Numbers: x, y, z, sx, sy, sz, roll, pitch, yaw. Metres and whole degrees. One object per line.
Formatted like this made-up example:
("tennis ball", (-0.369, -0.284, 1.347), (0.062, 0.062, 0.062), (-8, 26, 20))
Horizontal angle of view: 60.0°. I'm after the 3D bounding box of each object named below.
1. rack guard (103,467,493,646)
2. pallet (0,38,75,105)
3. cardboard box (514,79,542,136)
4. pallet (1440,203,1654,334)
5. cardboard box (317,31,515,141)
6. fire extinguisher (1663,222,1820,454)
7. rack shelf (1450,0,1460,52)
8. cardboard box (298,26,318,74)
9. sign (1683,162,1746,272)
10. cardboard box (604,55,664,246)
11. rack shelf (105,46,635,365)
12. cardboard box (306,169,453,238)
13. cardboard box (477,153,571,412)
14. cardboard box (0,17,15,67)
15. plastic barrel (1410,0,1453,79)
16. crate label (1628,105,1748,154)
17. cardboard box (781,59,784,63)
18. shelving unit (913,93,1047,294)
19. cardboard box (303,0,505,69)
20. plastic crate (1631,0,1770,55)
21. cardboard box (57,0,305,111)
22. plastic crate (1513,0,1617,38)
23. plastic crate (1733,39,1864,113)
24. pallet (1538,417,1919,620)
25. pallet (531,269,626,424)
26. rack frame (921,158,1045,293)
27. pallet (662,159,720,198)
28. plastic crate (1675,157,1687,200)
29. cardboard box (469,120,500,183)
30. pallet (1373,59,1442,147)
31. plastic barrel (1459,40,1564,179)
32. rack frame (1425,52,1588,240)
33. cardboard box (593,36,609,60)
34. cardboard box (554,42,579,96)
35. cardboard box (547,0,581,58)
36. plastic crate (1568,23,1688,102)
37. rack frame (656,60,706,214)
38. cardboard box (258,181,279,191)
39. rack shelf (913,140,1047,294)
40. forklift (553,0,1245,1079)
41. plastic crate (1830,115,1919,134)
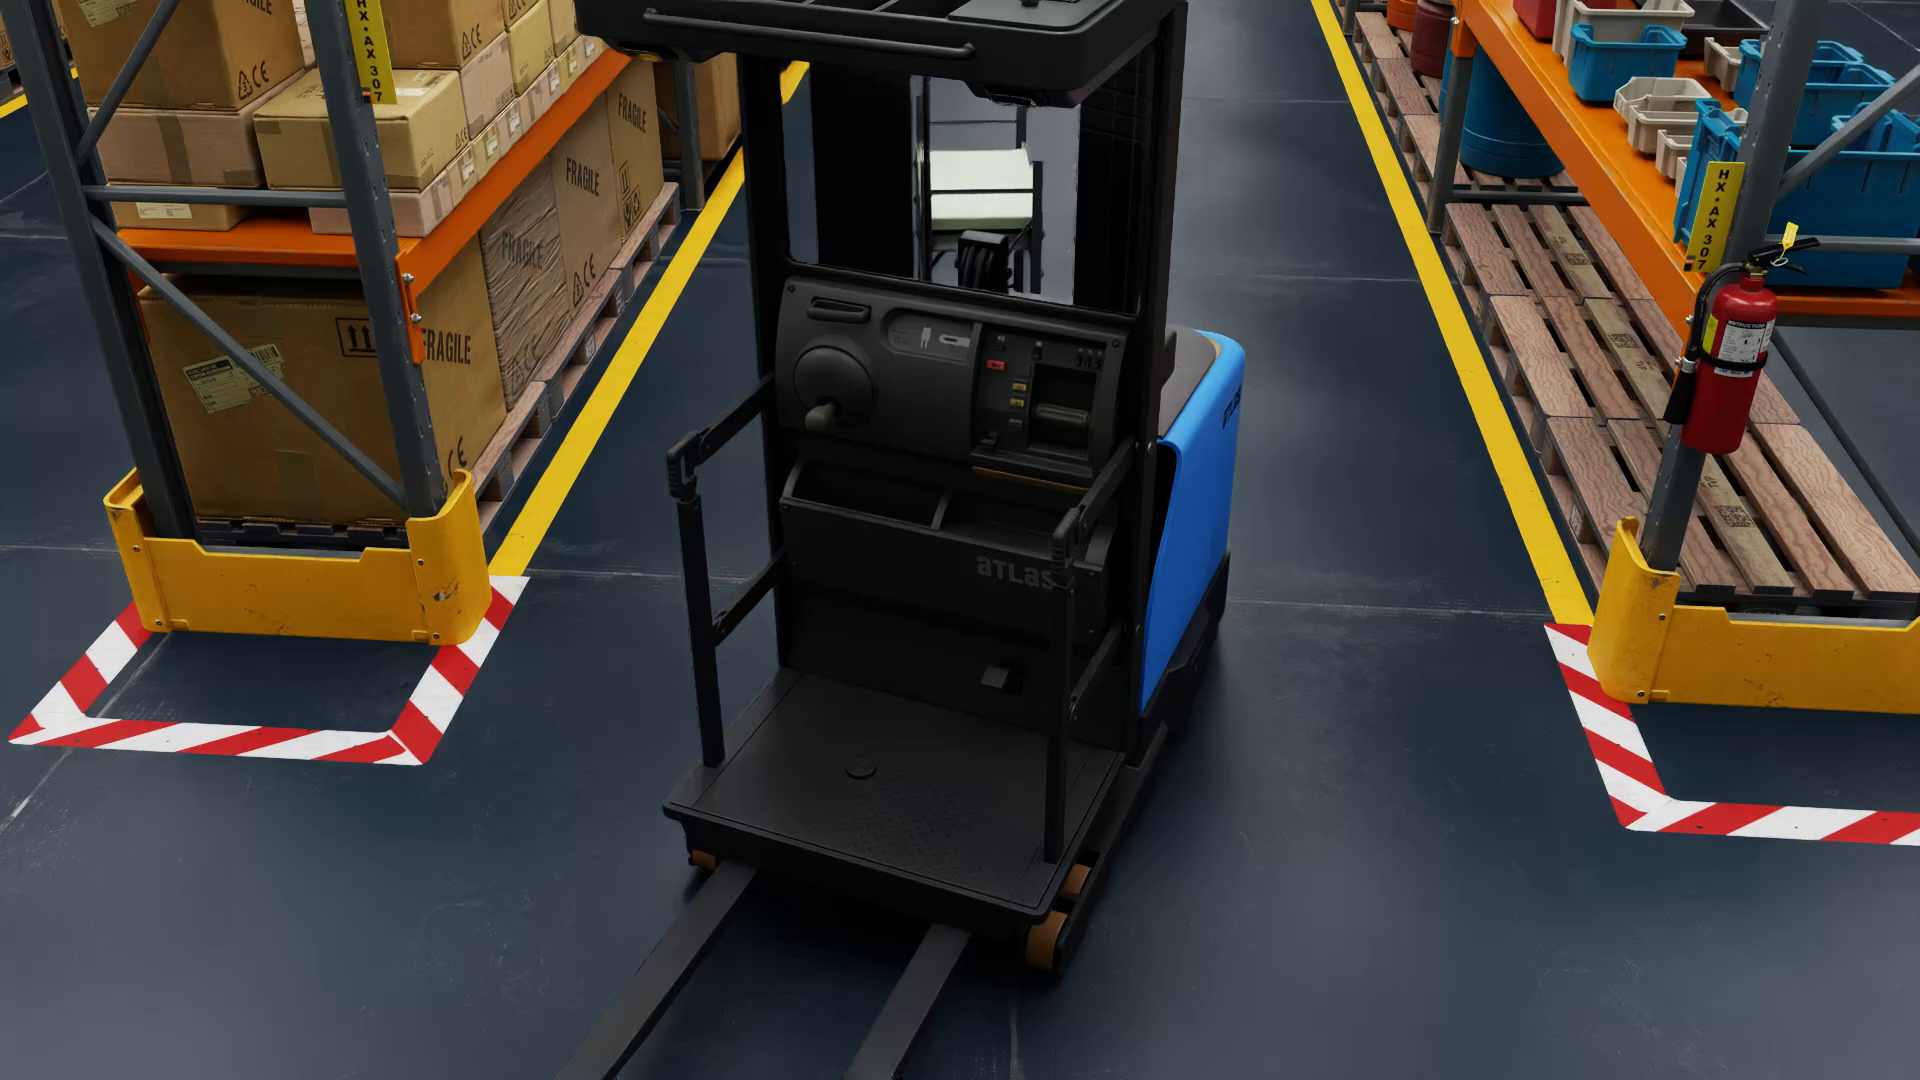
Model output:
("rack guard", (-2.251, 0.036, 5.714), (1.175, 0.500, 0.348), (2, 32, 4))
("pallet", (-6.700, -3.256, 11.333), (1.003, 0.211, 1.213), (2, 32, 4))
("cardboard box", (-1.809, -1.642, 6.295), (0.380, 0.149, 0.250), (2, 32, 3))
("pallet", (2.992, -1.347, 8.235), (1.003, 0.211, 1.213), (2, 32, 4))
("cardboard box", (-1.905, -1.615, 5.870), (0.500, 0.250, 0.500), (2, 32, 3))
("fire extinguisher", (2.222, -0.578, 4.757), (0.296, 0.674, 0.183), (2, 32, 4))
("rack shelf", (3.176, -3.660, 10.015), (1.077, 0.370, 4.000), (2, 32, 4))
("cardboard box", (-2.432, -1.633, 5.900), (0.500, 0.250, 0.500), (2, 32, 3))
("sign", (2.138, -0.913, 4.717), (0.100, 0.325, 0.005), (2, 32, 4))
("cardboard box", (-2.057, -2.065, 8.366), (0.875, 0.875, 0.875), (2, 32, 4))
("rack shelf", (-2.086, -1.780, 6.965), (1.077, 0.370, 4.000), (2, 32, 4))
("cardboard box", (-1.891, -1.105, 5.423), (0.380, 0.149, 0.250), (3, 32, 5))
("cardboard box", (-2.203, -1.129, 6.847), (0.875, 0.875, 0.875), (2, 32, 4))
("cardboard box", (-6.463, -3.438, 10.951), (0.500, 0.500, 0.500), (3, 32, 5))
("plastic barrel", (3.224, -3.317, 10.672), (0.600, 0.588, 0.708), (2, 32, 4))
("crate label", (2.610, -1.474, 5.977), (0.396, 0.136, 0.243), (2, 32, 4))
("cardboard box", (-1.755, -3.672, 10.974), (1.225, 0.875, 0.875), (3, 32, 4))
("shelving unit", (0.058, -0.784, 6.093), (0.431, 1.500, 0.755), (-1, 32, -2))
("cardboard box", (-1.900, -1.923, 5.656), (0.500, 0.500, 0.500), (2, 32, 3))
("plastic crate", (3.190, -2.232, 7.218), (0.437, 0.125, 0.590), (2, 32, 4))
("cardboard box", (-2.471, -1.688, 5.275), (0.500, 0.500, 0.500), (3, 32, 5))
("plastic crate", (2.691, -2.517, 7.357), (0.402, 0.464, 0.583), (2, 32, 4))
("plastic crate", (3.167, -1.744, 6.322), (0.416, 0.233, 0.300), (2, 32, 4))
("pallet", (2.793, -0.071, 6.164), (1.003, 0.211, 1.213), (2, 32, 4))
("pallet", (-2.160, -0.911, 7.527), (1.003, 0.211, 1.213), (2, 32, 4))
("rack frame", (0.074, -0.593, 5.782), (0.400, 1.500, 0.023), (-1, 32, -2))
("pallet", (-1.936, -2.352, 9.865), (1.003, 0.211, 1.213), (2, 32, 4))
("plastic crate", (2.573, -1.176, 5.494), (0.396, 0.136, 0.243), (2, 32, 4))
("cardboard box", (-1.851, -1.373, 5.858), (0.380, 0.149, 0.250), (2, 32, 3))
("pallet", (3.214, -2.775, 10.551), (1.003, 0.211, 1.213), (2, 32, 4))
("plastic barrel", (3.074, -2.490, 9.031), (0.600, 0.901, 0.708), (2, 32, 4))
("rack frame", (3.013, -2.920, 8.130), (1.000, 3.000, 0.127), (2, 32, 4))
("cardboard box", (-1.726, -2.180, 7.167), (0.380, 0.149, 0.250), (2, 32, 3))
("cardboard box", (-1.767, -1.909, 6.729), (0.380, 0.149, 0.250), (2, 32, 3))
("cardboard box", (-1.823, -2.150, 6.740), (0.500, 0.250, 0.500), (2, 32, 3))
("plastic crate", (2.599, -1.868, 6.524), (0.416, 0.233, 0.300), (2, 32, 4))
("rack frame", (-1.923, -3.132, 8.473), (1.000, 3.000, 0.127), (2, 32, 4))
("cardboard box", (-2.529, -1.270, 5.691), (0.380, 0.149, 0.250), (3, 32, 4))
("rack shelf", (0.058, -1.117, 5.889), (0.431, 0.370, 0.720), (-1, 32, -2))
("forklift", (-0.118, -0.360, 4.041), (1.130, 2.935, 3.031), (12, 34, 19))
("plastic crate", (3.089, -1.242, 5.509), (0.416, 0.233, 0.300), (2, 32, 4))
